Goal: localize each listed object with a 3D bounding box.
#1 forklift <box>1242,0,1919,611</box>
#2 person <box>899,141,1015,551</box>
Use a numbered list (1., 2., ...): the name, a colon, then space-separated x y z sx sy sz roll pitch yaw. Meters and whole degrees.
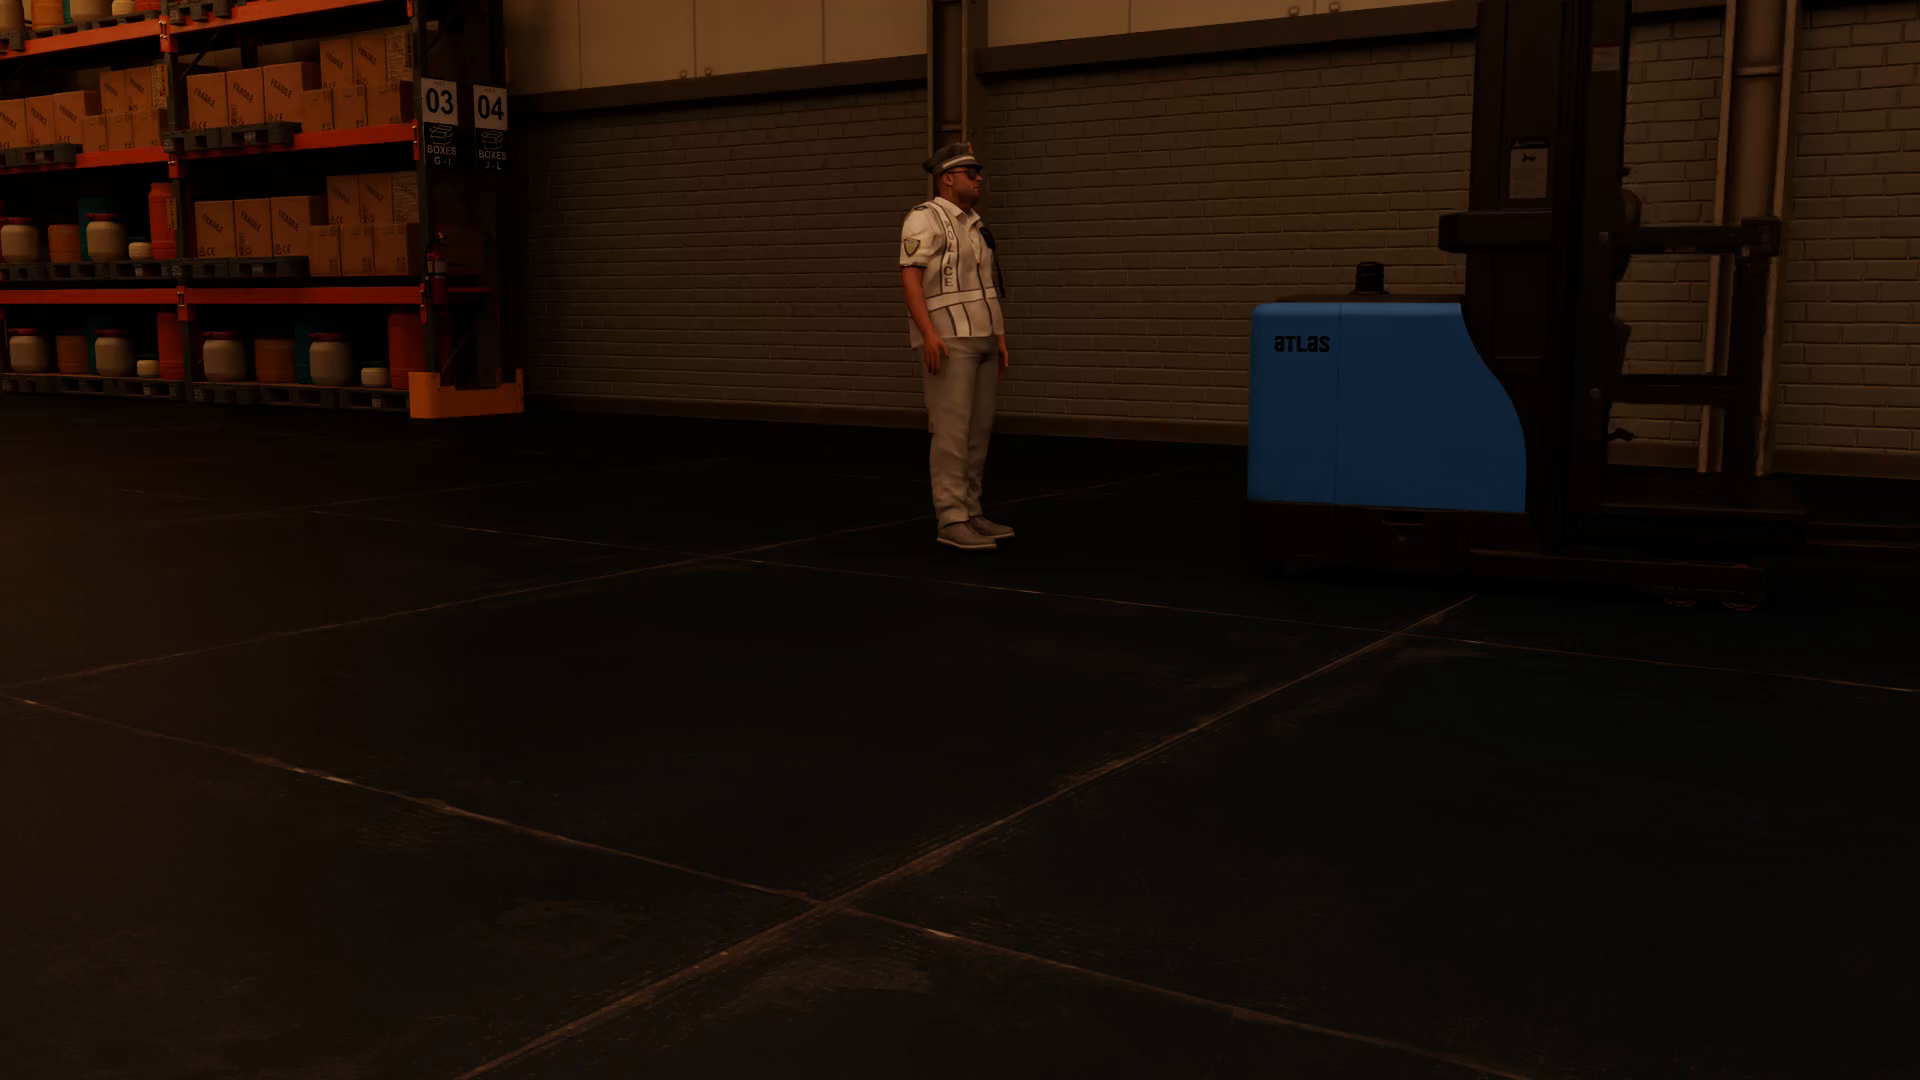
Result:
1. forklift: 2.682 -1.285 6.230 3.031 2.935 1.130 3 9 22
2. person: 0.057 -0.882 7.424 0.575 1.781 0.640 5 10 34
